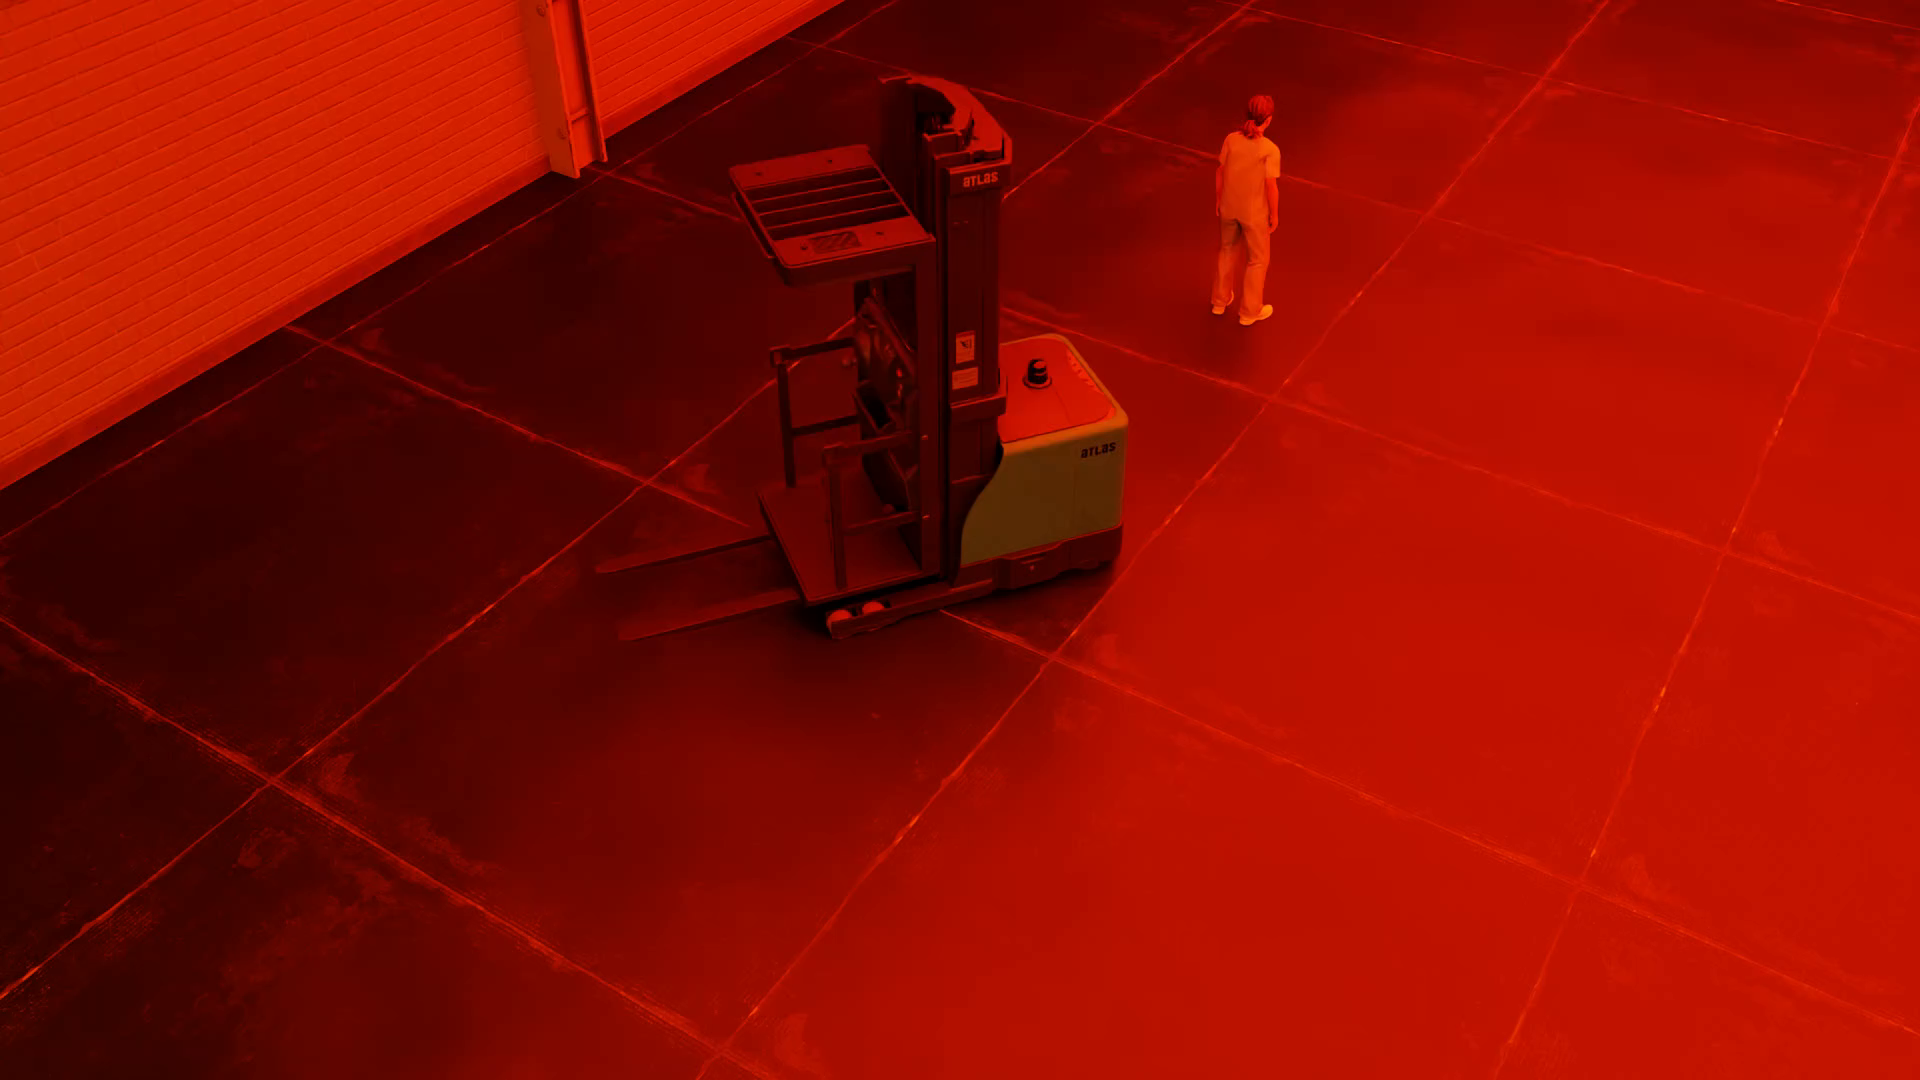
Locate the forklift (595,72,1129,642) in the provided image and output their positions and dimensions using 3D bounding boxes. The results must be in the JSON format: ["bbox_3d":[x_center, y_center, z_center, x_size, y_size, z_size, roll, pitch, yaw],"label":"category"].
[{"bbox_3d":[-0.598,-0.939,9.074,3.031,2.935,1.130,-14,42,-16],"label":"forklift"}]

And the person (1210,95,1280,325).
[{"bbox_3d":[2.011,-2.313,11.671,0.490,1.672,0.362,26,47,28],"label":"person"}]
